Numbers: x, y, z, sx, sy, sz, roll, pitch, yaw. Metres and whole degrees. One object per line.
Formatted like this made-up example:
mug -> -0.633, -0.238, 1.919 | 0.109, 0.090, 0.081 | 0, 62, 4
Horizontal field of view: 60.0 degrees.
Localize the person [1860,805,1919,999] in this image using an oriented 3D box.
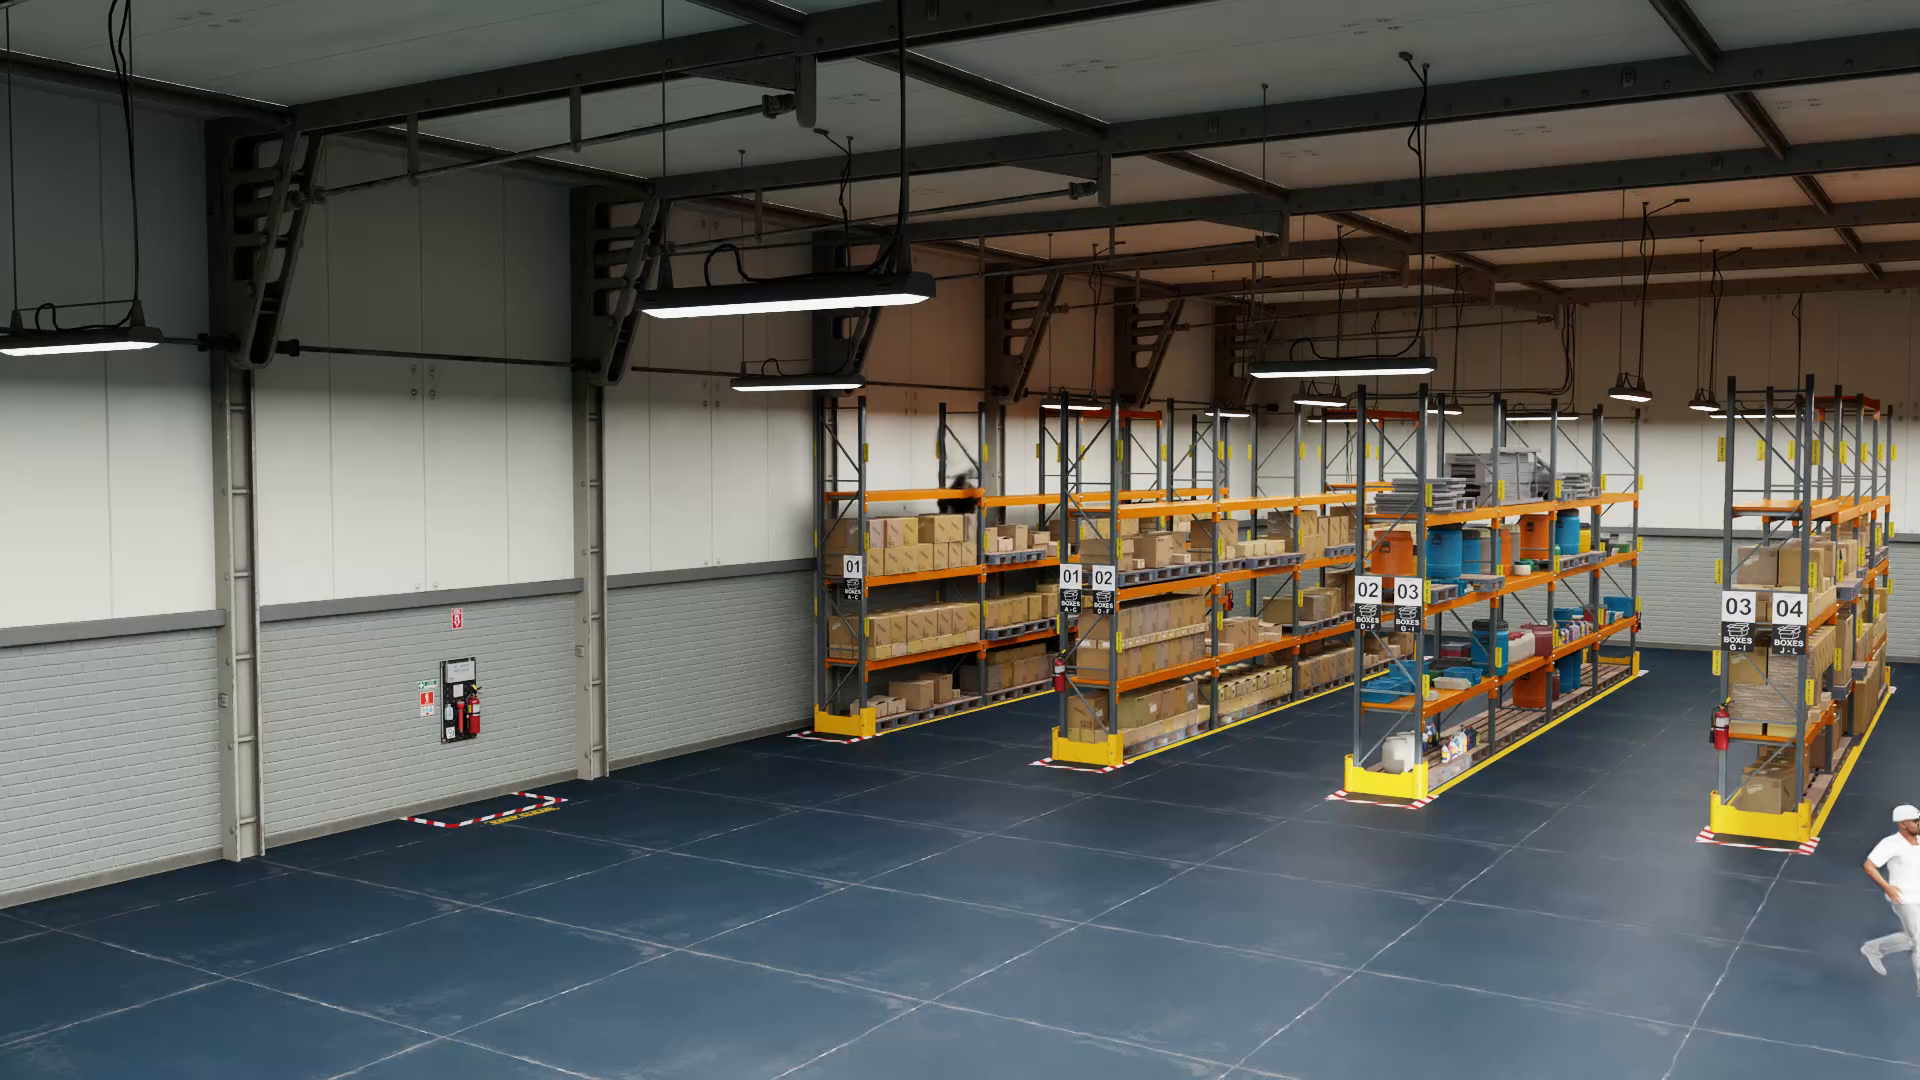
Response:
person -> 8.734, 3.314, 15.331 | 0.712, 1.747, 0.932 | -2, 4, -31
